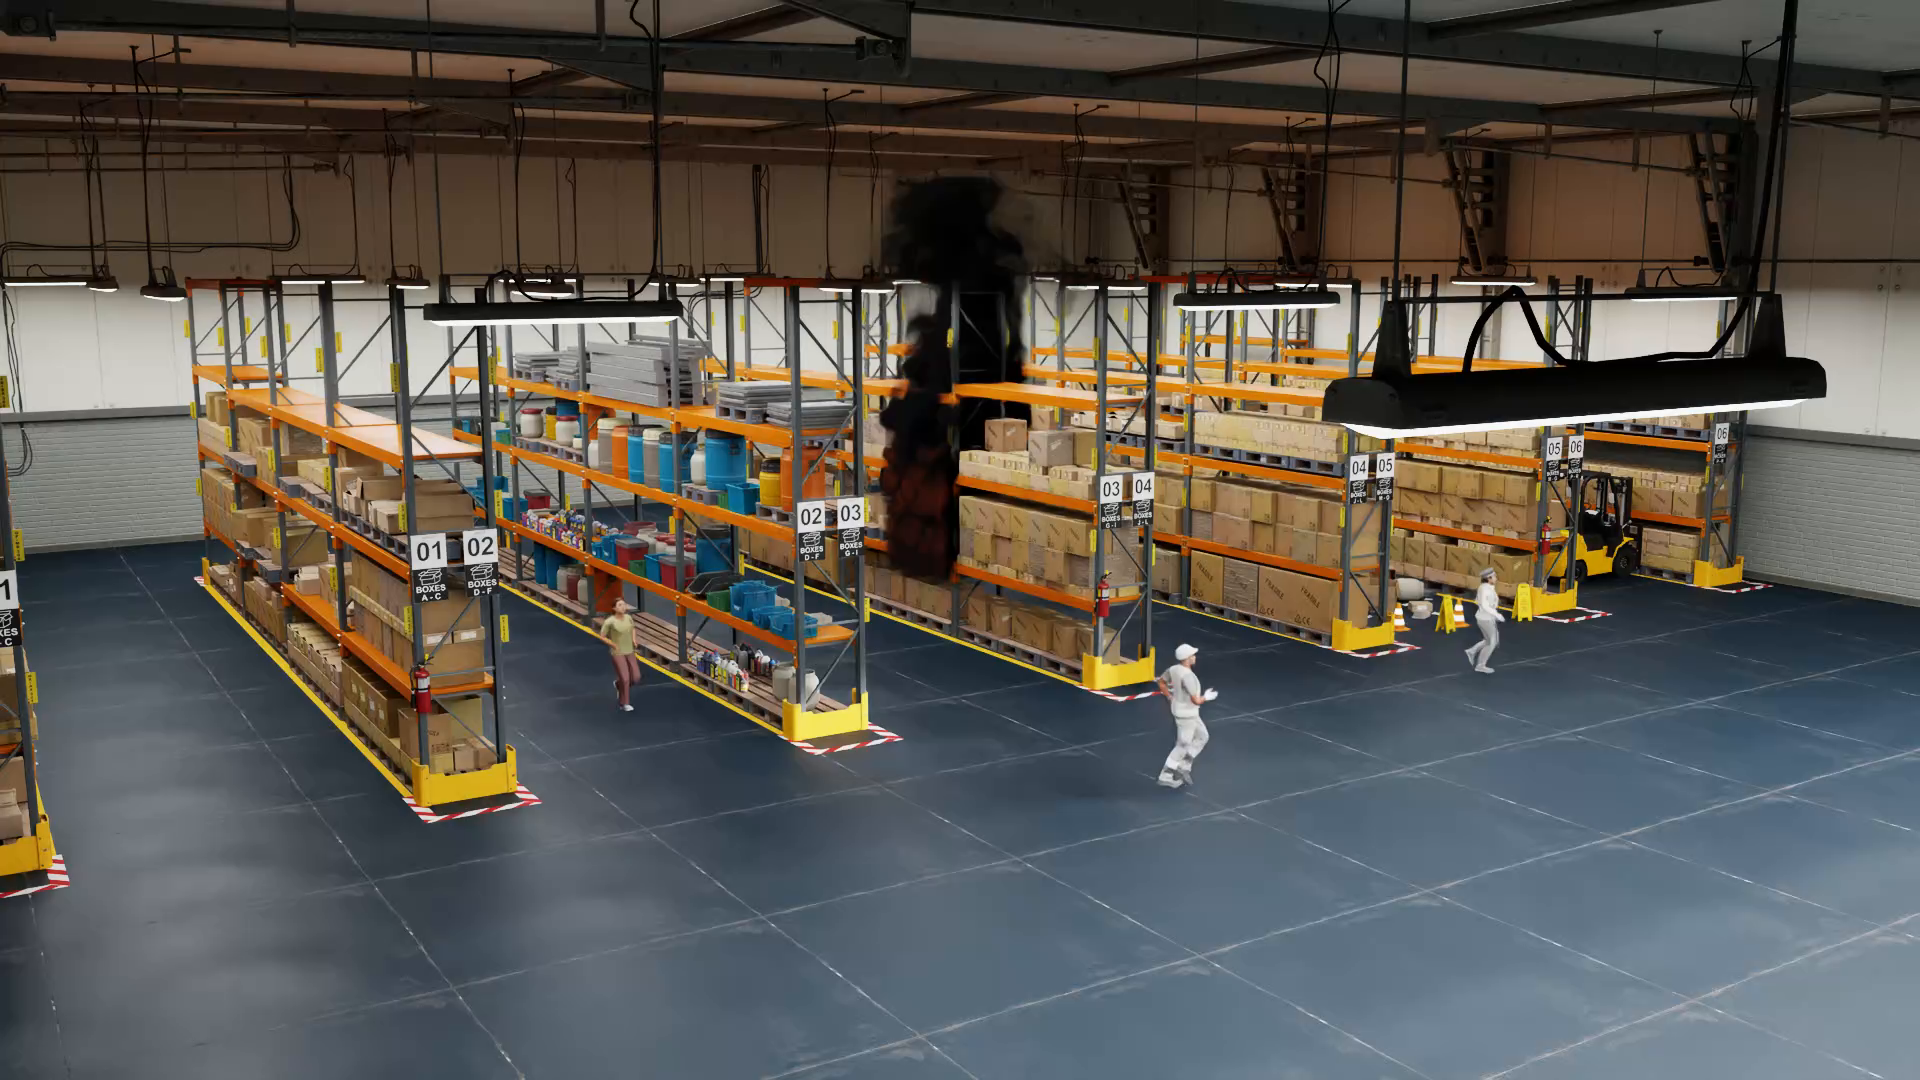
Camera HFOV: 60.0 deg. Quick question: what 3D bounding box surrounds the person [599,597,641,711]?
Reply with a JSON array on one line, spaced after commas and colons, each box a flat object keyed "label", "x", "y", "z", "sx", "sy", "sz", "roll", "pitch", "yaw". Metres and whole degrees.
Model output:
[{"label": "person", "x": -4.821, "y": 1.604, "z": 23.586, "sx": 0.578, "sy": 1.619, "sz": 0.569, "roll": -9, "pitch": 13, "yaw": -42}]

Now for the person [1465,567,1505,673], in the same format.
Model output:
[{"label": "person", "x": 8.122, "y": 1.232, "z": 25.693, "sx": 0.548, "sy": 1.659, "sz": 0.638, "roll": 3, "pitch": 10, "yaw": 16}]

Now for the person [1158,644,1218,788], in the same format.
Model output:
[{"label": "person", "x": 2.741, "y": 2.123, "z": 20.015, "sx": 0.712, "sy": 1.794, "sz": 0.639, "roll": -1, "pitch": 10, "yaw": -5}]
